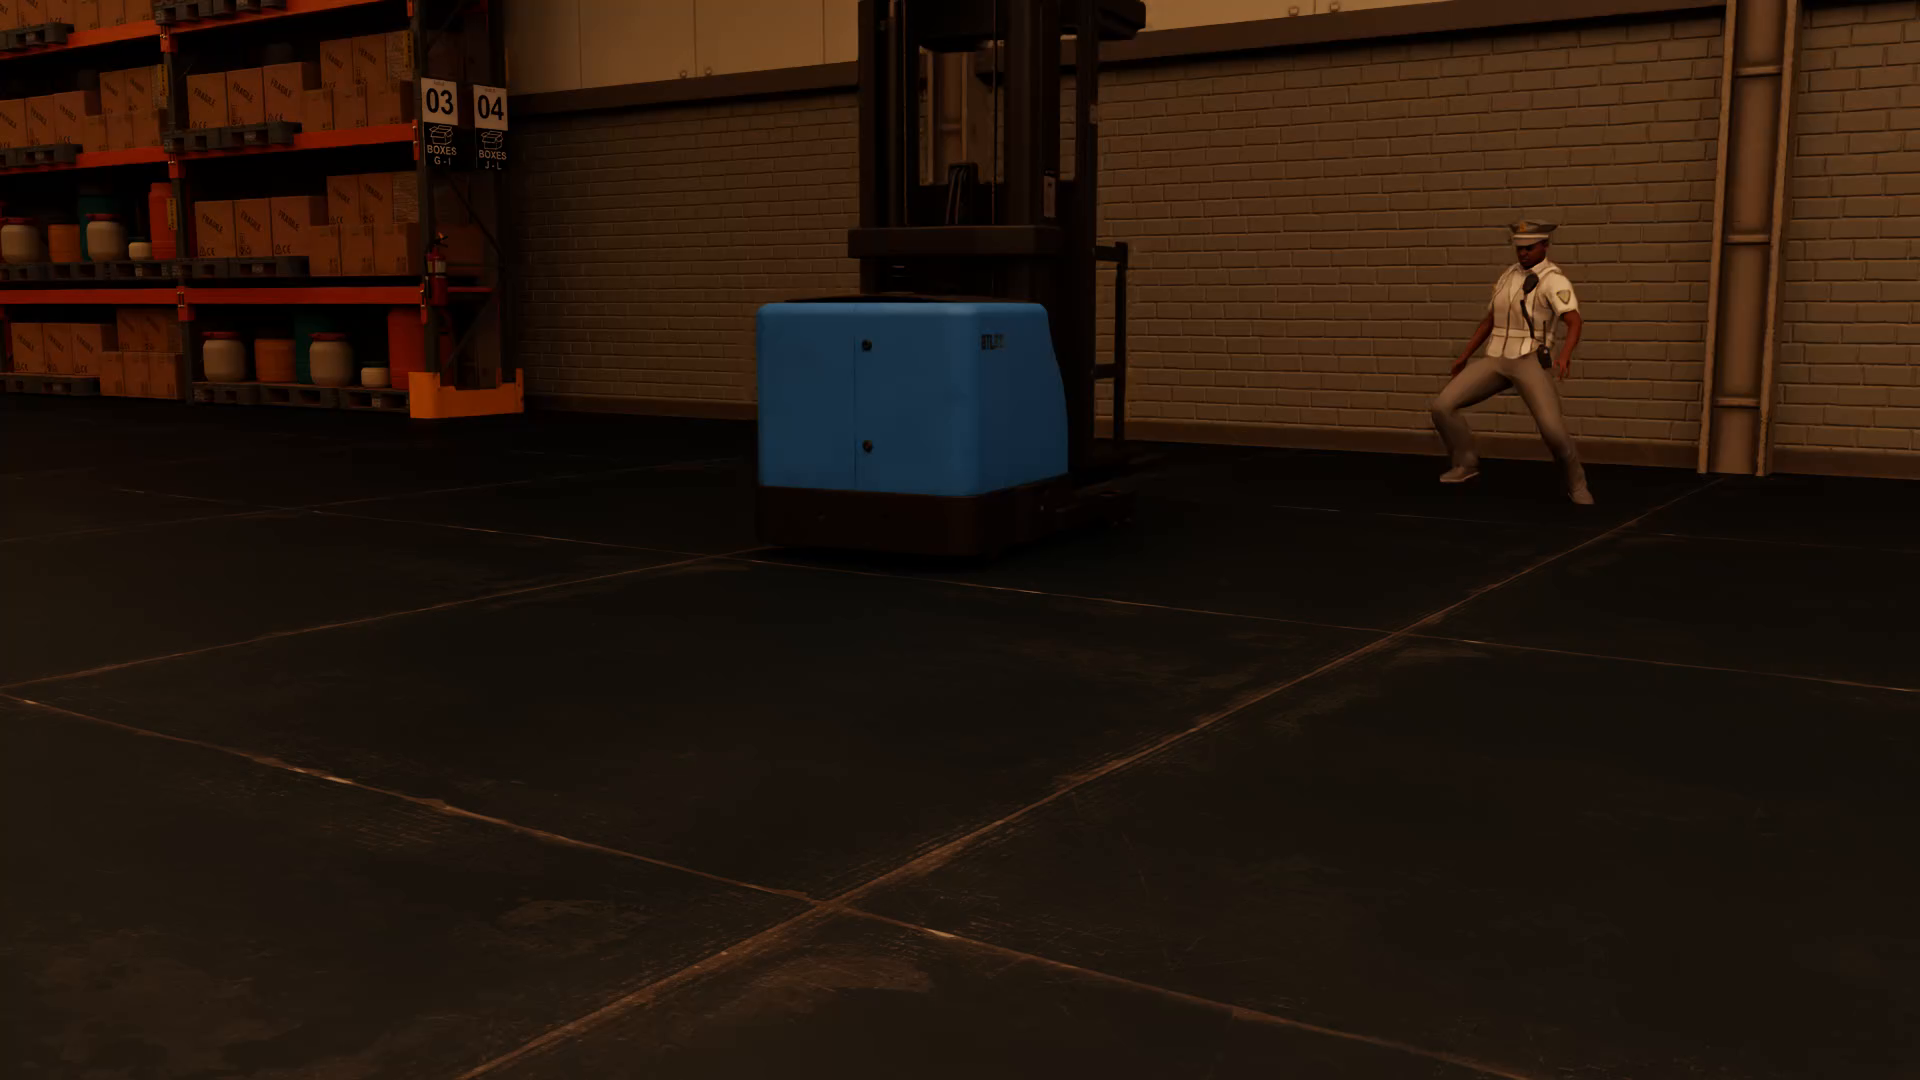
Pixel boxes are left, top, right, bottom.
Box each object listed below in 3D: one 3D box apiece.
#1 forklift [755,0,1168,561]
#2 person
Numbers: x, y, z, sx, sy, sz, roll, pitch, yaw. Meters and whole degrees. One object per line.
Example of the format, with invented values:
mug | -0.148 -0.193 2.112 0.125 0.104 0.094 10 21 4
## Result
forklift | 0.219 -1.533 7.972 1.130 2.935 3.031 4 9 25
person | 3.072 -0.967 9.085 0.641 1.546 0.875 -5 9 -31
